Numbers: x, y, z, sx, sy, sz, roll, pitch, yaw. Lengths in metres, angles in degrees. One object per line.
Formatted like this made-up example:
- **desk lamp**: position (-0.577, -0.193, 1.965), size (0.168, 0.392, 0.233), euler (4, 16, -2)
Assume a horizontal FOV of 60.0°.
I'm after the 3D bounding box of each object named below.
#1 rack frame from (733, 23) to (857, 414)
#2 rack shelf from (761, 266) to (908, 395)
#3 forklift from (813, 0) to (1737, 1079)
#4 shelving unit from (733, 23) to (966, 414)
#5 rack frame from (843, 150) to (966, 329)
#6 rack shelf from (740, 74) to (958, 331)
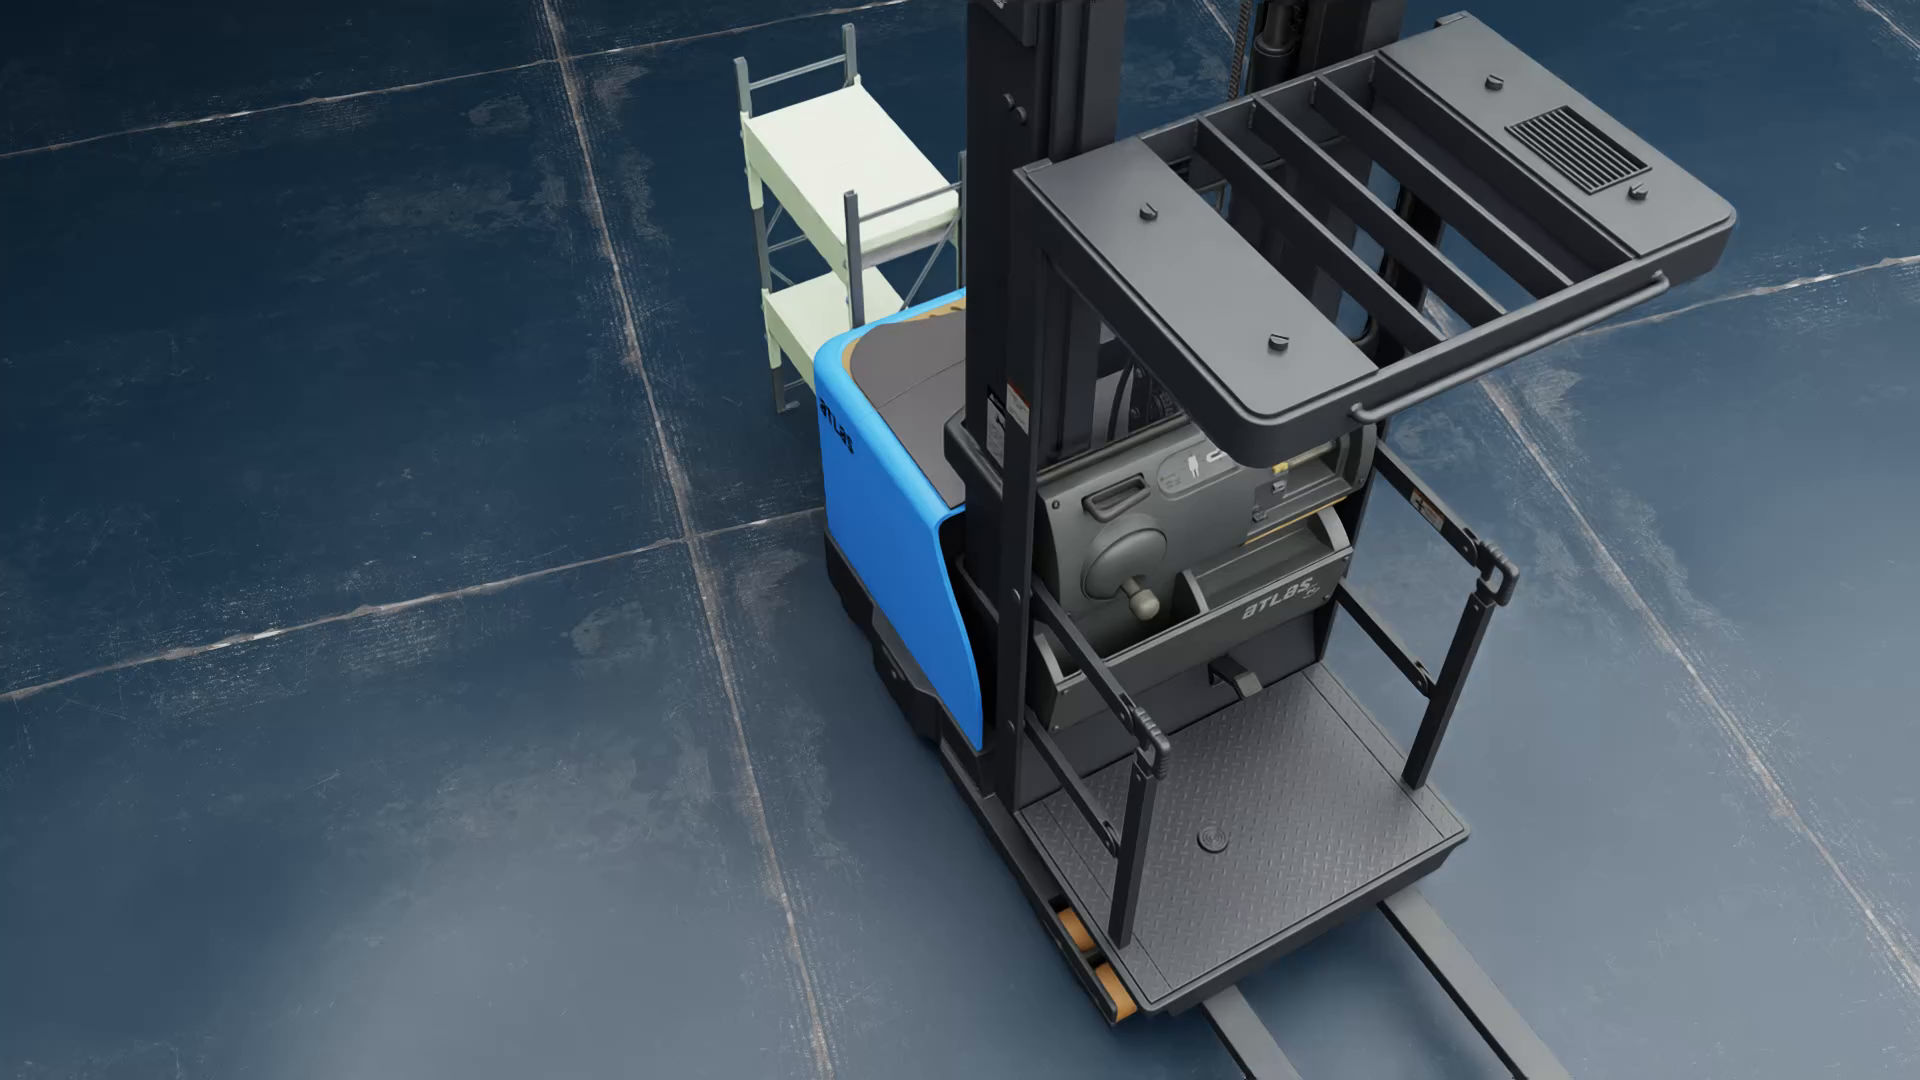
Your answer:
- **rack frame**: position (-0.504, -1.032, 5.639), size (0.400, 1.500, 0.023), euler (-23, 54, -18)
- **rack shelf**: position (-0.324, -0.578, 5.683), size (0.431, 0.370, 0.720), euler (-23, 54, -18)
- **forklift**: position (0.718, -0.021, 3.851), size (1.130, 2.935, 3.031), euler (-23, 54, -18)
- **shelving unit**: position (-0.324, -0.788, 5.434), size (0.431, 1.500, 0.755), euler (-23, 54, -18)
- **rack frame**: position (-0.144, -0.545, 5.228), size (0.400, 1.500, 0.023), euler (-23, 54, -18)
- **rack shelf**: position (-0.324, -1.040, 5.135), size (0.431, 0.370, 0.720), euler (-23, 54, -18)
